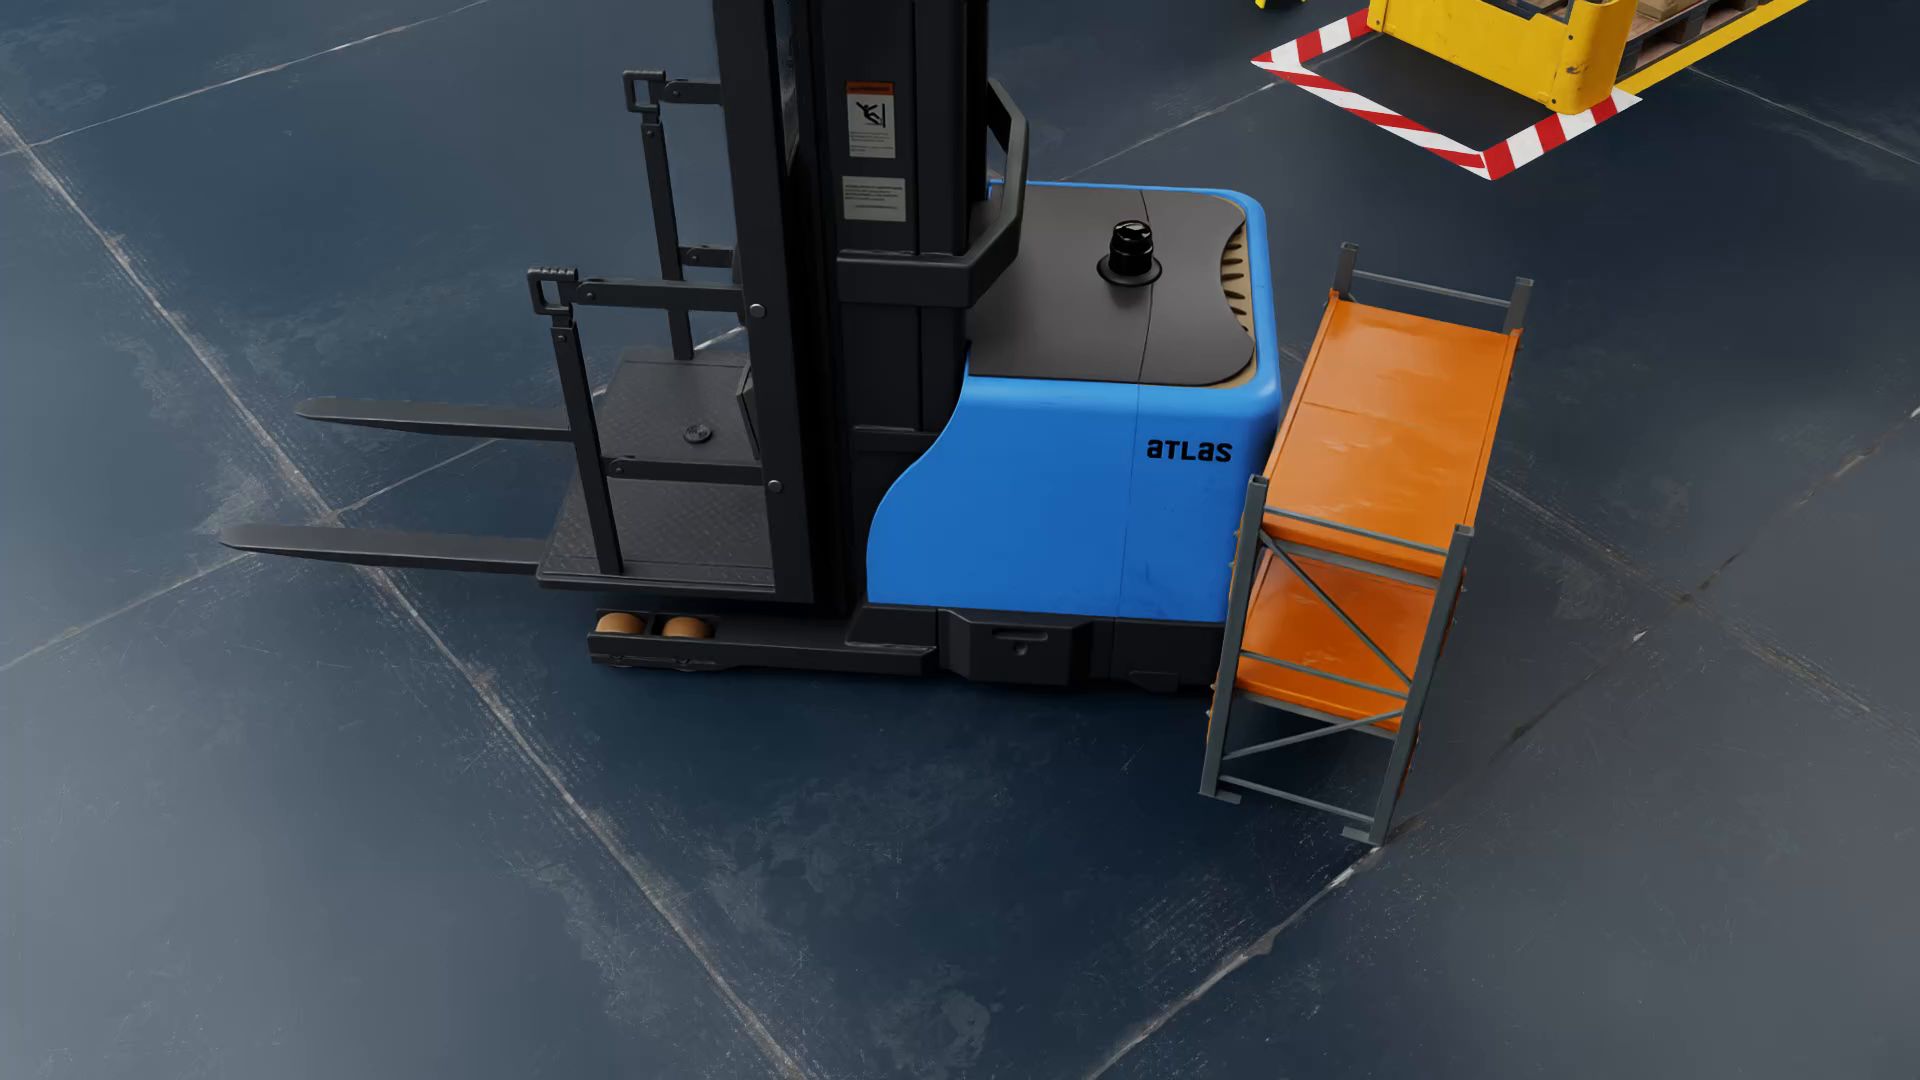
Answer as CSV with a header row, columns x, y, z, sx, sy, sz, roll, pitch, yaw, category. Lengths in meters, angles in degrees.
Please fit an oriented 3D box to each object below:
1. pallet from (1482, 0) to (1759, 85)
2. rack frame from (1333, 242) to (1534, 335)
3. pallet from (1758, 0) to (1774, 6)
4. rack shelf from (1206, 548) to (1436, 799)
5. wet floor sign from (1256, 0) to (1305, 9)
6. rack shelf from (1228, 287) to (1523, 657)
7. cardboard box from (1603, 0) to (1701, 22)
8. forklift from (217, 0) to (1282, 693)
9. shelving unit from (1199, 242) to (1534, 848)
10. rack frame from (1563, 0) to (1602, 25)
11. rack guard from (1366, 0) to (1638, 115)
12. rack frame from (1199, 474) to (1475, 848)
x,y,z,sx,sy,sz,roll,pitch,yaw,category
3.043,-2.622,7.888,1.213,0.211,1.003,-30,51,-28,pallet
1.254,-0.318,4.767,0.500,1.125,0.032,15,45,15,rack frame
3.978,-3.155,8.455,1.213,0.211,1.003,-30,51,-28,pallet
1.071,0.185,4.588,0.538,0.278,1.000,15,45,15,rack shelf
1.507,-2.887,7.853,0.232,0.644,0.267,-14,45,-14,wet floor sign
1.071,-0.207,4.221,0.538,0.278,1.000,15,45,15,rack shelf
3.135,-2.627,7.558,0.500,0.250,0.500,-30,51,-28,cardboard box
-0.664,-1.043,4.219,3.031,2.935,1.130,3,43,3,forklift
1.071,0.007,4.421,0.538,1.125,1.048,15,45,15,shelving unit
2.339,-3.267,6.537,0.127,3.000,1.000,-30,51,-28,rack frame
2.397,-2.389,7.429,0.348,0.500,1.175,-30,51,-28,rack guard
0.888,0.331,4.075,0.500,1.125,0.032,15,45,15,rack frame
